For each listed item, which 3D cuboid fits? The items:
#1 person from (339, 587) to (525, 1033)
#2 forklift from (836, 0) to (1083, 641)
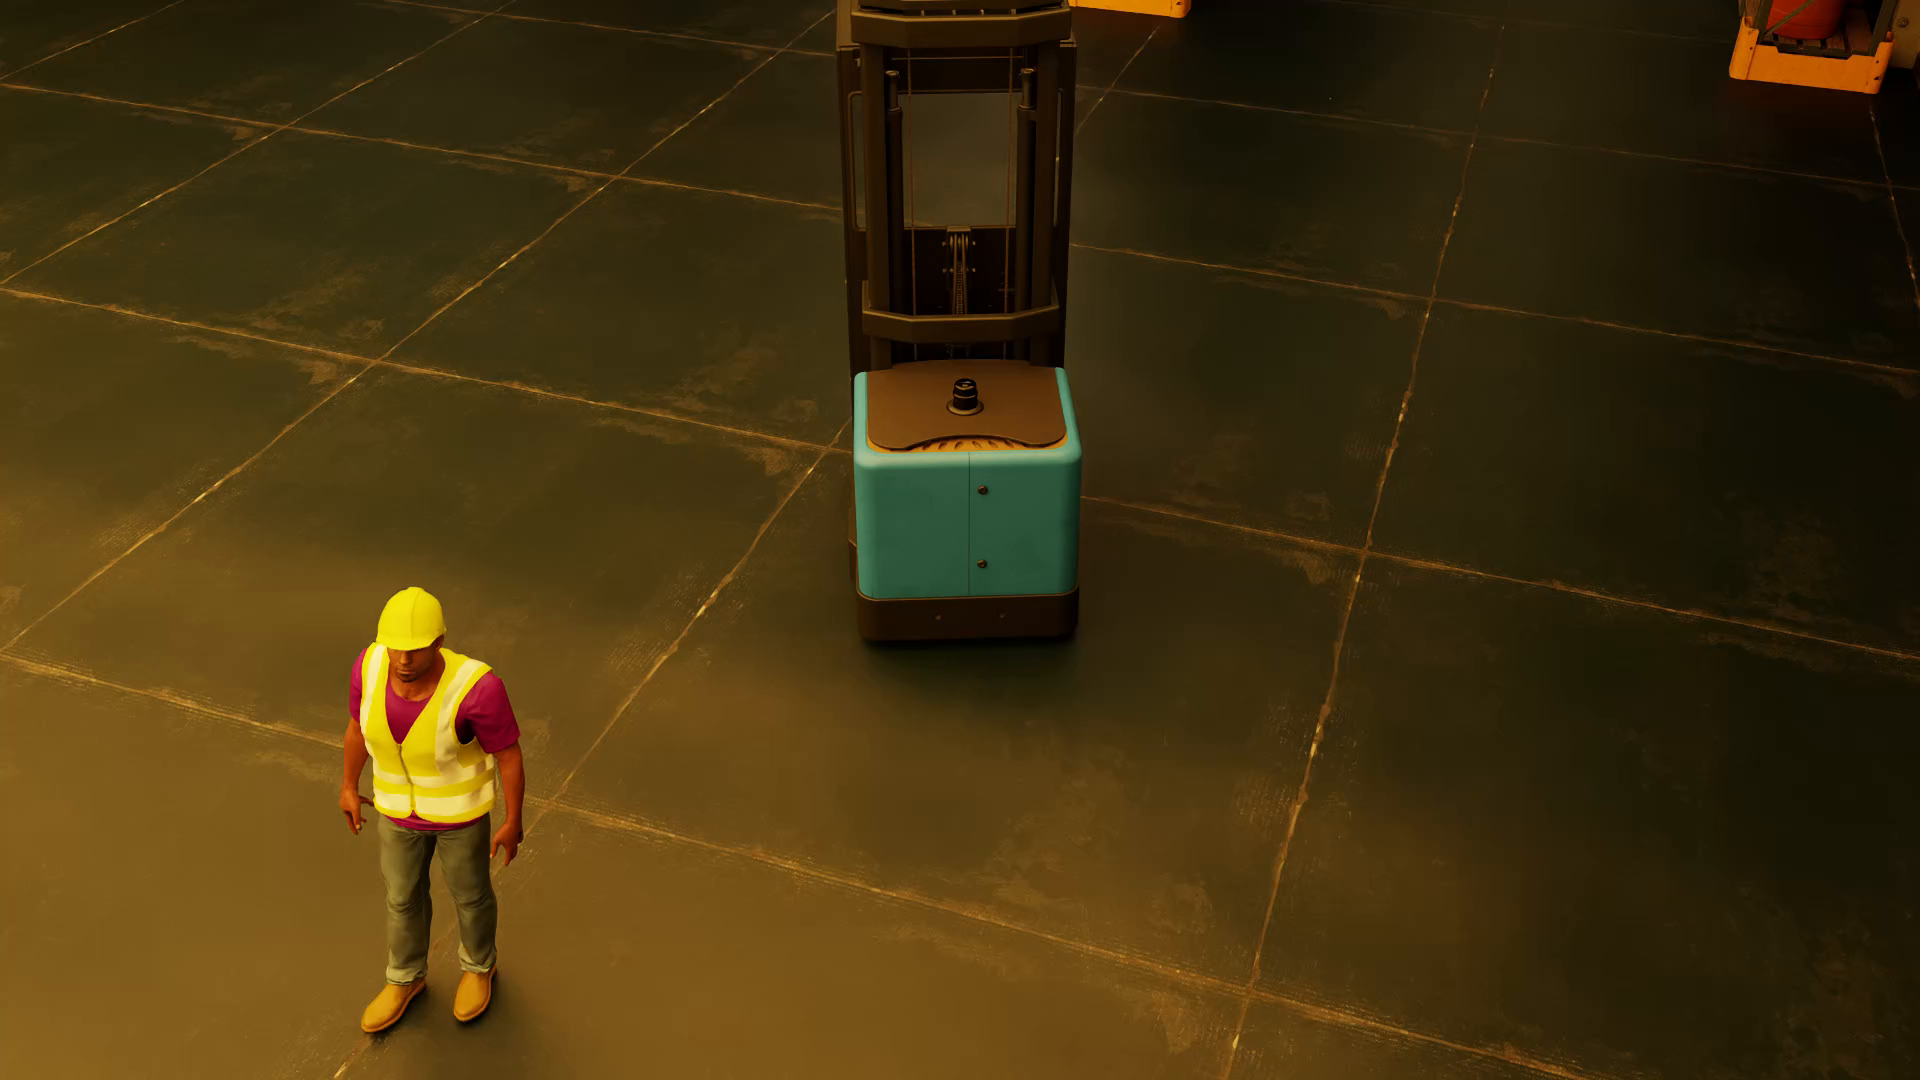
[{"bbox_3d":[-1.845,0.962,5.749,0.665,1.765,0.577,6,36,9],"label":"person"},{"bbox_3d":[-0.029,-1.547,8.293,1.130,2.935,3.031,-2,35,-2],"label":"forklift"}]
